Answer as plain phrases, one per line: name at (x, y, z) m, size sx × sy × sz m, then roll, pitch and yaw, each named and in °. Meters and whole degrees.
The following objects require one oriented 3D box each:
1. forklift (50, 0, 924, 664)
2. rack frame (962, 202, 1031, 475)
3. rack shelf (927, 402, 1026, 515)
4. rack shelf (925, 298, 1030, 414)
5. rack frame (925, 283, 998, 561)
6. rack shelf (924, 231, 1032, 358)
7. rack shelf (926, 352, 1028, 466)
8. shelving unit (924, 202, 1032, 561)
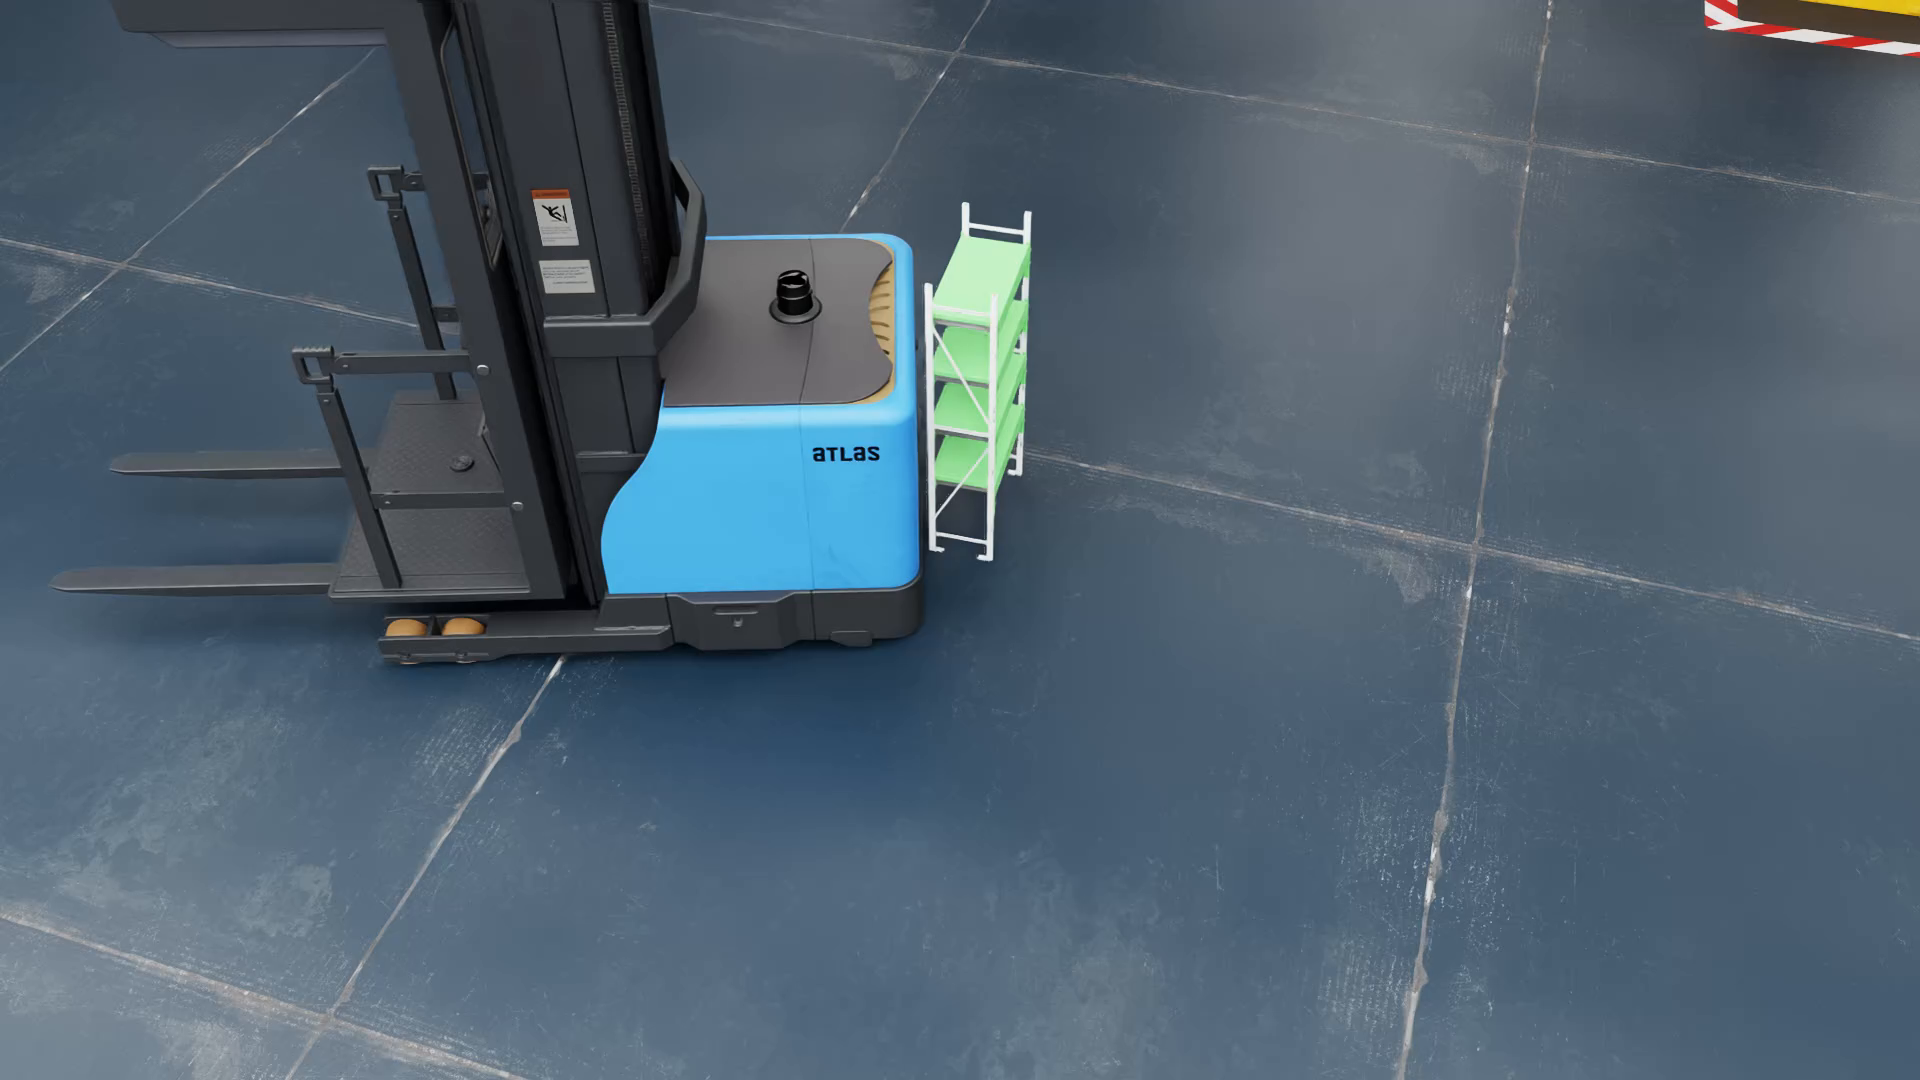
forklift at (-1.654, -0.991, 5.167) m, size 3.031 × 2.935 × 1.130 m, roll -1°, pitch 44°, yaw -1°
rack frame at (0.125, -0.707, 6.115) m, size 0.240 × 1.200 × 0.015 m, roll 10°, pitch 45°, yaw 10°
rack shelf at (0.065, -0.324, 6.158) m, size 0.258 × 0.148 × 0.480 m, roll 10°, pitch 45°, yaw 10°
rack shelf at (0.065, -0.668, 5.822) m, size 0.258 × 0.148 × 0.480 m, roll 10°, pitch 45°, yaw 10°
rack frame at (0.004, -0.376, 5.777) m, size 0.240 × 1.200 × 0.015 m, roll 10°, pitch 45°, yaw 10°
rack shelf at (0.065, -0.839, 5.655) m, size 0.258 × 0.148 × 0.480 m, roll 10°, pitch 45°, yaw 10°
rack shelf at (0.065, -0.496, 5.990) m, size 0.258 × 0.148 × 0.480 m, roll 10°, pitch 45°, yaw 10°
shelving unit at (0.065, -0.542, 5.946) m, size 0.258 × 1.200 × 0.503 m, roll 10°, pitch 45°, yaw 10°
